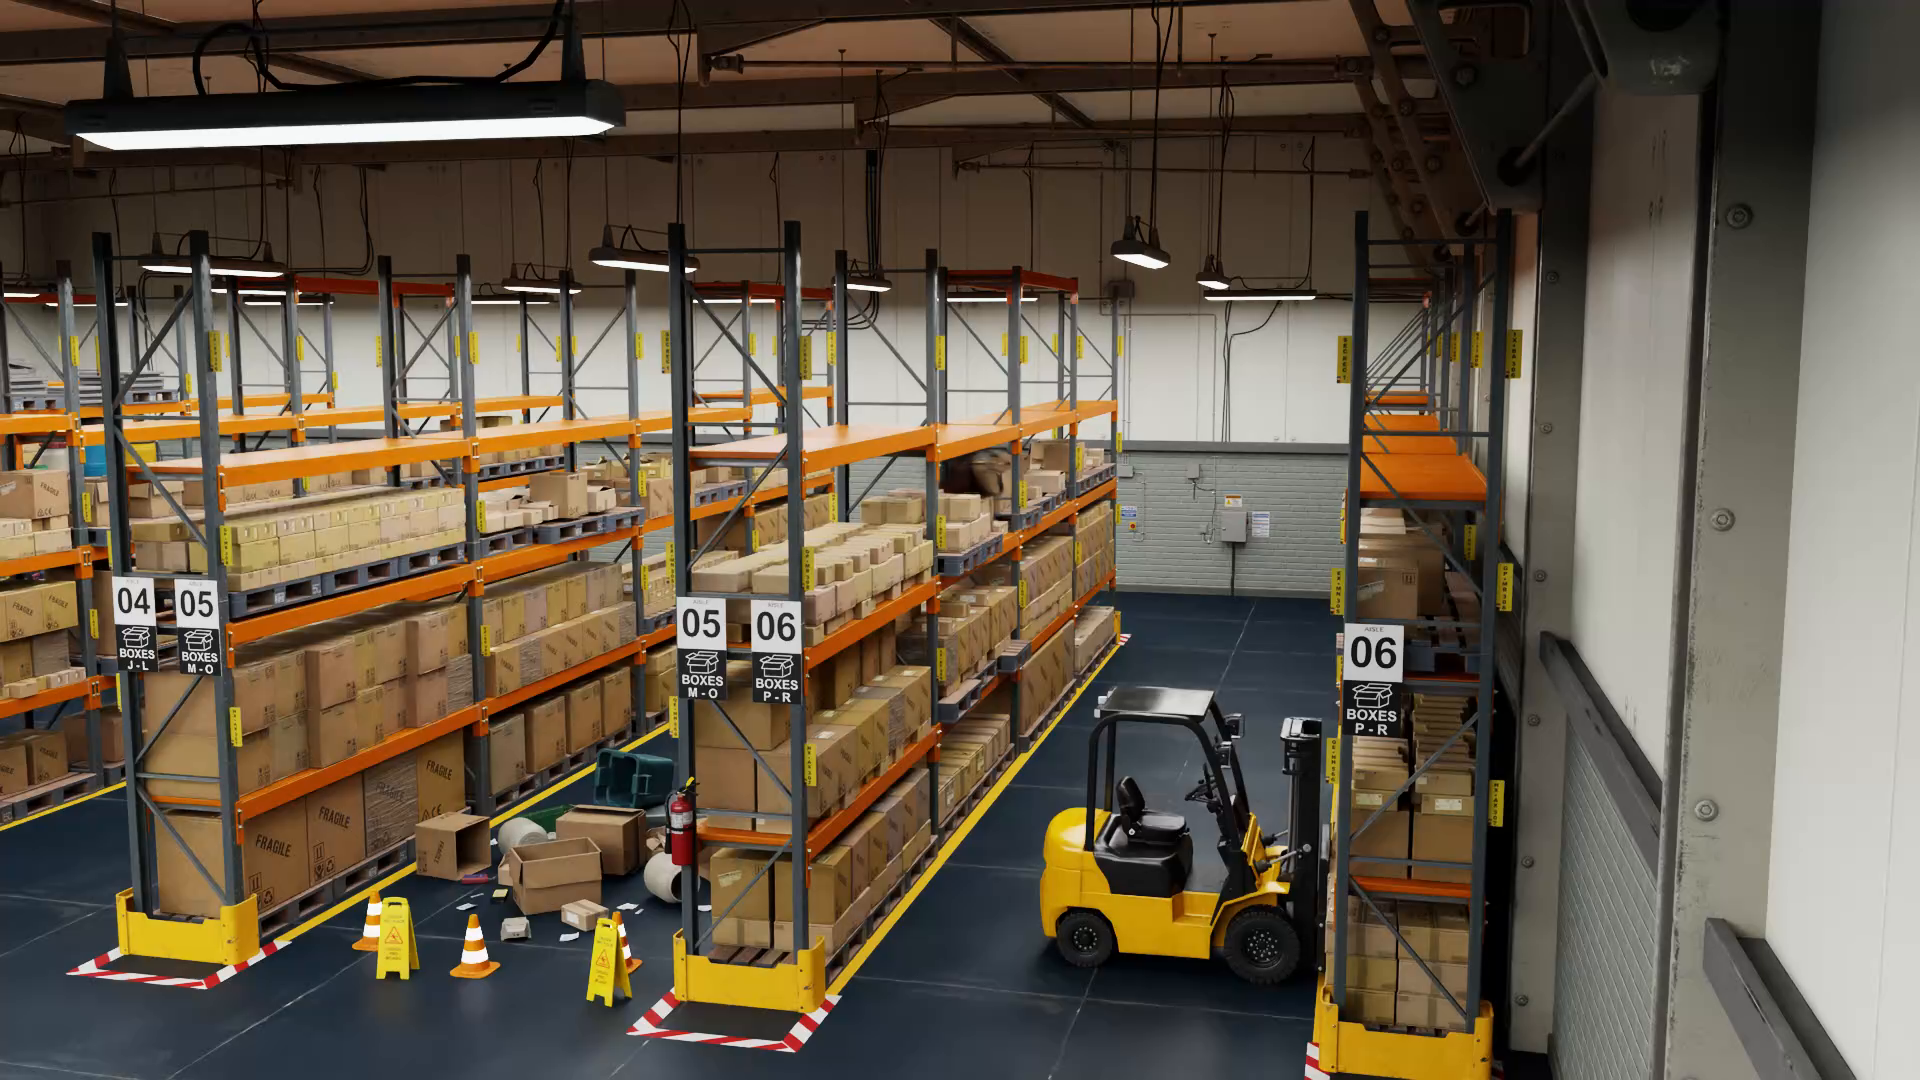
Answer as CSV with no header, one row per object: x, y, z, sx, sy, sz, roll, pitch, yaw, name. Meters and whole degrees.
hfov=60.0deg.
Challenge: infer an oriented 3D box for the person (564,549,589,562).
-7.394,0.451,31.672,0.639,1.813,0.475,1,7,7,person
